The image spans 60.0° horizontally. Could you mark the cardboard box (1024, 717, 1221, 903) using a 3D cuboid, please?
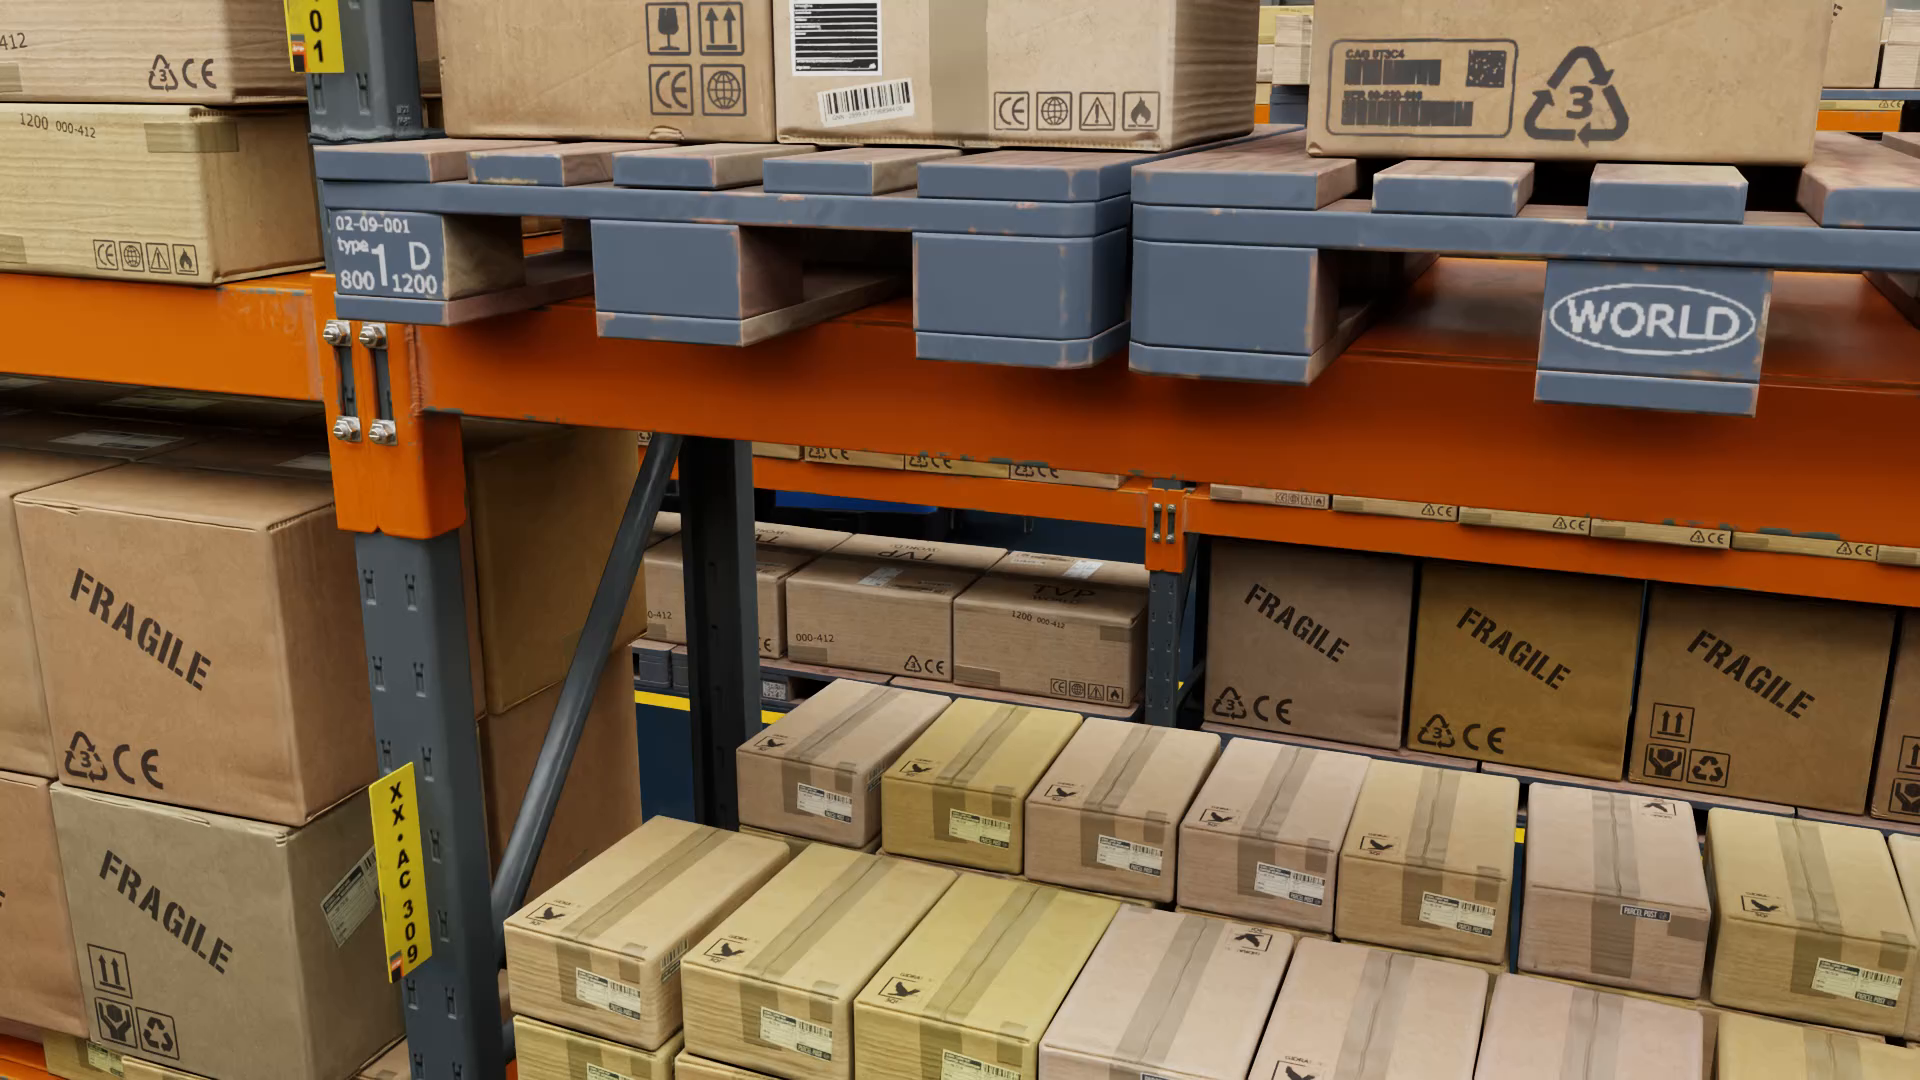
[{"bbox_3d":[0.286,0.454,2.859,0.250,0.149,0.380,6,17,19],"label":"cardboard box"}]

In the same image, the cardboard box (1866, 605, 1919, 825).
[{"bbox_3d":[4.182,0.618,6.723,0.875,0.875,0.875,6,17,20],"label":"cardboard box"}]

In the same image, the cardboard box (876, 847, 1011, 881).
[{"bbox_3d":[0.039,0.569,2.999,0.250,0.149,0.380,6,17,21],"label":"cardboard box"}]

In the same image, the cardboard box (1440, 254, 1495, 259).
[{"bbox_3d":[2.065,-1.014,7.315,0.500,0.500,0.500,7,17,22],"label":"cardboard box"}]

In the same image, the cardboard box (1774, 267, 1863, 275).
[{"bbox_3d":[3.484,-0.856,6.769,0.500,0.500,0.500,7,18,22],"label":"cardboard box"}]

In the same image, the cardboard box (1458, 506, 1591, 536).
[{"bbox_3d":[2.338,-0.223,6.831,0.500,0.250,0.500,6,17,20],"label":"cardboard box"}]

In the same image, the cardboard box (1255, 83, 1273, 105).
[{"bbox_3d":[2.221,-3.111,11.581,0.250,0.149,0.380,6,17,21],"label":"cardboard box"}]

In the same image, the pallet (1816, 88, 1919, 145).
[{"bbox_3d":[3.134,-1.624,6.347,1.213,0.211,1.003,7,18,23],"label":"pallet"}]

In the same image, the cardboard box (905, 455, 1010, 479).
[{"bbox_3d":[0.067,-0.598,7.675,0.500,0.500,0.500,6,17,19],"label":"cardboard box"}]

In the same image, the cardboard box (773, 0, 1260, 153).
[{"bbox_3d":[0.093,-0.679,2.157,0.500,0.311,0.500,6,17,20],"label":"cardboard box"}]

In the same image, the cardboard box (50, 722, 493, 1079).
[{"bbox_3d":[-1.203,0.609,2.982,0.500,0.500,0.500,6,17,21],"label":"cardboard box"}]

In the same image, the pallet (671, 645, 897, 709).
[{"bbox_3d":[-0.744,0.599,8.732,1.213,0.211,1.003,6,17,21],"label":"pallet"}]

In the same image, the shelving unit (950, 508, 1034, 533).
[{"bbox_3d":[0.261,-1.114,11.146,0.503,2.100,0.431,3,2,10],"label":"shelving unit"}]

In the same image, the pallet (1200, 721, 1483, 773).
[{"bbox_3d":[1.819,0.881,7.761,1.213,0.211,1.003,6,17,21],"label":"pallet"}]

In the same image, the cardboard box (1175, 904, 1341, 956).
[{"bbox_3d":[0.525,0.622,2.816,0.250,0.149,0.380,6,17,19],"label":"cardboard box"}]

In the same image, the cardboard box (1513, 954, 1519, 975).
[{"bbox_3d":[1.006,0.817,2.676,0.250,0.149,0.380,7,18,23],"label":"cardboard box"}]

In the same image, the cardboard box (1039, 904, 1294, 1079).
[{"bbox_3d":[0.279,0.649,2.187,0.250,0.149,0.380,6,17,20],"label":"cardboard box"}]

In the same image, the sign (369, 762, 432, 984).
[{"bbox_3d":[-0.841,0.502,2.511,0.005,0.325,0.100,6,17,21],"label":"sign"}]

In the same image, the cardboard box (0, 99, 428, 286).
[{"bbox_3d":[-1.205,-0.572,2.654,0.500,0.250,0.500,7,17,22],"label":"cardboard box"}]

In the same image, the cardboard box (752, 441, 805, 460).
[{"bbox_3d":[-0.887,-0.703,8.037,0.500,0.500,0.500,7,18,22],"label":"cardboard box"}]

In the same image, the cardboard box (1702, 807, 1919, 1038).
[{"bbox_3d":[1.259,0.561,2.492,0.250,0.149,0.380,6,17,20],"label":"cardboard box"}]

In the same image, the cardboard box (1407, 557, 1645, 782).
[{"bbox_3d":[2.522,0.434,7.356,0.875,0.875,0.875,7,18,22],"label":"cardboard box"}]

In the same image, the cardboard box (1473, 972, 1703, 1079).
[{"bbox_3d":[0.752,0.701,2.008,0.250,0.149,0.380,7,18,23],"label":"cardboard box"}]

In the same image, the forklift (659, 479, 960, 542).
[{"bbox_3d":[-1.548,-1.493,11.060,3.031,2.935,1.130,3,16,10],"label":"forklift"}]

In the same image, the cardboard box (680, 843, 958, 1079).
[{"bbox_3d":[-0.190,0.596,2.370,0.250,0.149,0.380,7,18,22],"label":"cardboard box"}]

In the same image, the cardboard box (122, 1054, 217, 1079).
[{"bbox_3d":[-1.280,0.930,3.039,0.250,0.149,0.380,6,17,19],"label":"cardboard box"}]

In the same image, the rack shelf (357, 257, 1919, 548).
[{"bbox_3d":[1.211,-0.114,2.097,4.000,0.370,1.077,6,17,21],"label":"rack shelf"}]

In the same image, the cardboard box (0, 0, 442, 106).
[{"bbox_3d":[-1.172,-0.814,2.588,0.500,0.250,0.500,5,17,18],"label":"cardboard box"}]

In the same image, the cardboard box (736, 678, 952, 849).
[{"bbox_3d":[-0.204,0.400,3.046,0.250,0.149,0.380,7,18,23],"label":"cardboard box"}]

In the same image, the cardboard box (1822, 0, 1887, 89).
[{"bbox_3d":[3.048,-1.904,6.039,0.500,0.500,0.500,6,17,21],"label":"cardboard box"}]

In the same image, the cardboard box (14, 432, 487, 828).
[{"bbox_3d":[-1.186,0.127,2.848,0.500,0.500,0.500,6,17,19],"label":"cardboard box"}]

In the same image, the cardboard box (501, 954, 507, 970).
[{"bbox_3d":[-0.793,0.783,3.546,0.250,0.149,0.380,7,18,23],"label":"cardboard box"}]

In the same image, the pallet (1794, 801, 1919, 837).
[{"bbox_3d":[4.088,1.130,6.901,1.213,0.211,1.003,6,17,21],"label":"pallet"}]

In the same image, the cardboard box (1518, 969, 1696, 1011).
[{"bbox_3d":[1.021,0.676,2.629,0.250,0.149,0.380,6,17,21],"label":"cardboard box"}]

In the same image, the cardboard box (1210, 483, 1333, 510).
[{"bbox_3d":[1.386,-0.332,7.207,0.500,0.250,0.500,6,17,19],"label":"cardboard box"}]

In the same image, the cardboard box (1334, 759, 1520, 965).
[{"bbox_3d":[0.758,0.507,2.677,0.250,0.149,0.380,6,17,19],"label":"cardboard box"}]

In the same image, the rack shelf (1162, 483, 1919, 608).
[{"bbox_3d":[2.934,0.032,6.973,4.000,0.370,1.077,6,17,21],"label":"rack shelf"}]

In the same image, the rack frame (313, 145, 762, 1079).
[{"bbox_3d":[-0.649,0.776,3.119,0.127,3.000,1.000,6,17,21],"label":"rack frame"}]

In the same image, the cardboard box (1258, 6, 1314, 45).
[{"bbox_3d":[2.333,-3.546,11.467,0.500,0.250,0.500,6,17,21],"label":"cardboard box"}]

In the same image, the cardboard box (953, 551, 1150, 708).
[{"bbox_3d":[0.528,0.419,8.193,0.875,0.438,0.875,6,17,20],"label":"cardboard box"}]

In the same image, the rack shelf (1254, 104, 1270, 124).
[{"bbox_3d":[1.030,-3.105,12.400,4.000,0.370,1.077,6,17,21],"label":"rack shelf"}]

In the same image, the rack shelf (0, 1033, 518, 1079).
[{"bbox_3d":[-2.510,0.917,3.924,4.000,0.370,1.077,6,17,21],"label":"rack shelf"}]

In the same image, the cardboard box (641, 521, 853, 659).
[{"bbox_3d":[-1.143,0.235,8.827,0.875,0.438,0.875,7,18,22],"label":"cardboard box"}]

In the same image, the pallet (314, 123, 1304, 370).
[{"bbox_3d":[-0.114,-0.483,2.414,1.003,0.211,1.213,6,17,21],"label":"pallet"}]

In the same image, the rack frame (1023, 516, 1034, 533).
[{"bbox_3d":[0.501,-1.102,11.105,0.015,2.100,0.400,3,2,10],"label":"rack frame"}]

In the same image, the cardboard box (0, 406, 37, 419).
[{"bbox_3d":[-2.139,0.020,3.219,0.500,0.500,0.500,7,18,22],"label":"cardboard box"}]

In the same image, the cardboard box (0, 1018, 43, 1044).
[{"bbox_3d":[-1.722,0.843,3.339,0.250,0.149,0.380,6,17,19],"label":"cardboard box"}]

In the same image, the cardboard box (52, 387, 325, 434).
[{"bbox_3d":[-1.467,-0.053,3.470,0.500,0.500,0.500,6,17,19],"label":"cardboard box"}]

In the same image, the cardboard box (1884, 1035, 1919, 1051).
[{"bbox_3d":[1.497,0.729,2.447,0.250,0.149,0.380,6,17,20],"label":"cardboard box"}]

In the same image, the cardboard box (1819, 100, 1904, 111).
[{"bbox_3d":[5.578,-2.806,10.346,0.500,0.250,0.500,6,17,21],"label":"cardboard box"}]

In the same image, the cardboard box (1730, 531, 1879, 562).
[{"bbox_3d":[3.285,-0.125,6.493,0.500,0.250,0.500,6,17,20],"label":"cardboard box"}]

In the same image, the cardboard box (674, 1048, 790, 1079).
[{"bbox_3d":[-0.210,0.738,2.415,0.250,0.149,0.380,6,17,20],"label":"cardboard box"}]

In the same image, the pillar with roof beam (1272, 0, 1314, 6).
[{"bbox_3d":[0.994,-3.875,8.381,0.400,9.000,9.100,6,17,21],"label":"pillar with roof beam"}]
